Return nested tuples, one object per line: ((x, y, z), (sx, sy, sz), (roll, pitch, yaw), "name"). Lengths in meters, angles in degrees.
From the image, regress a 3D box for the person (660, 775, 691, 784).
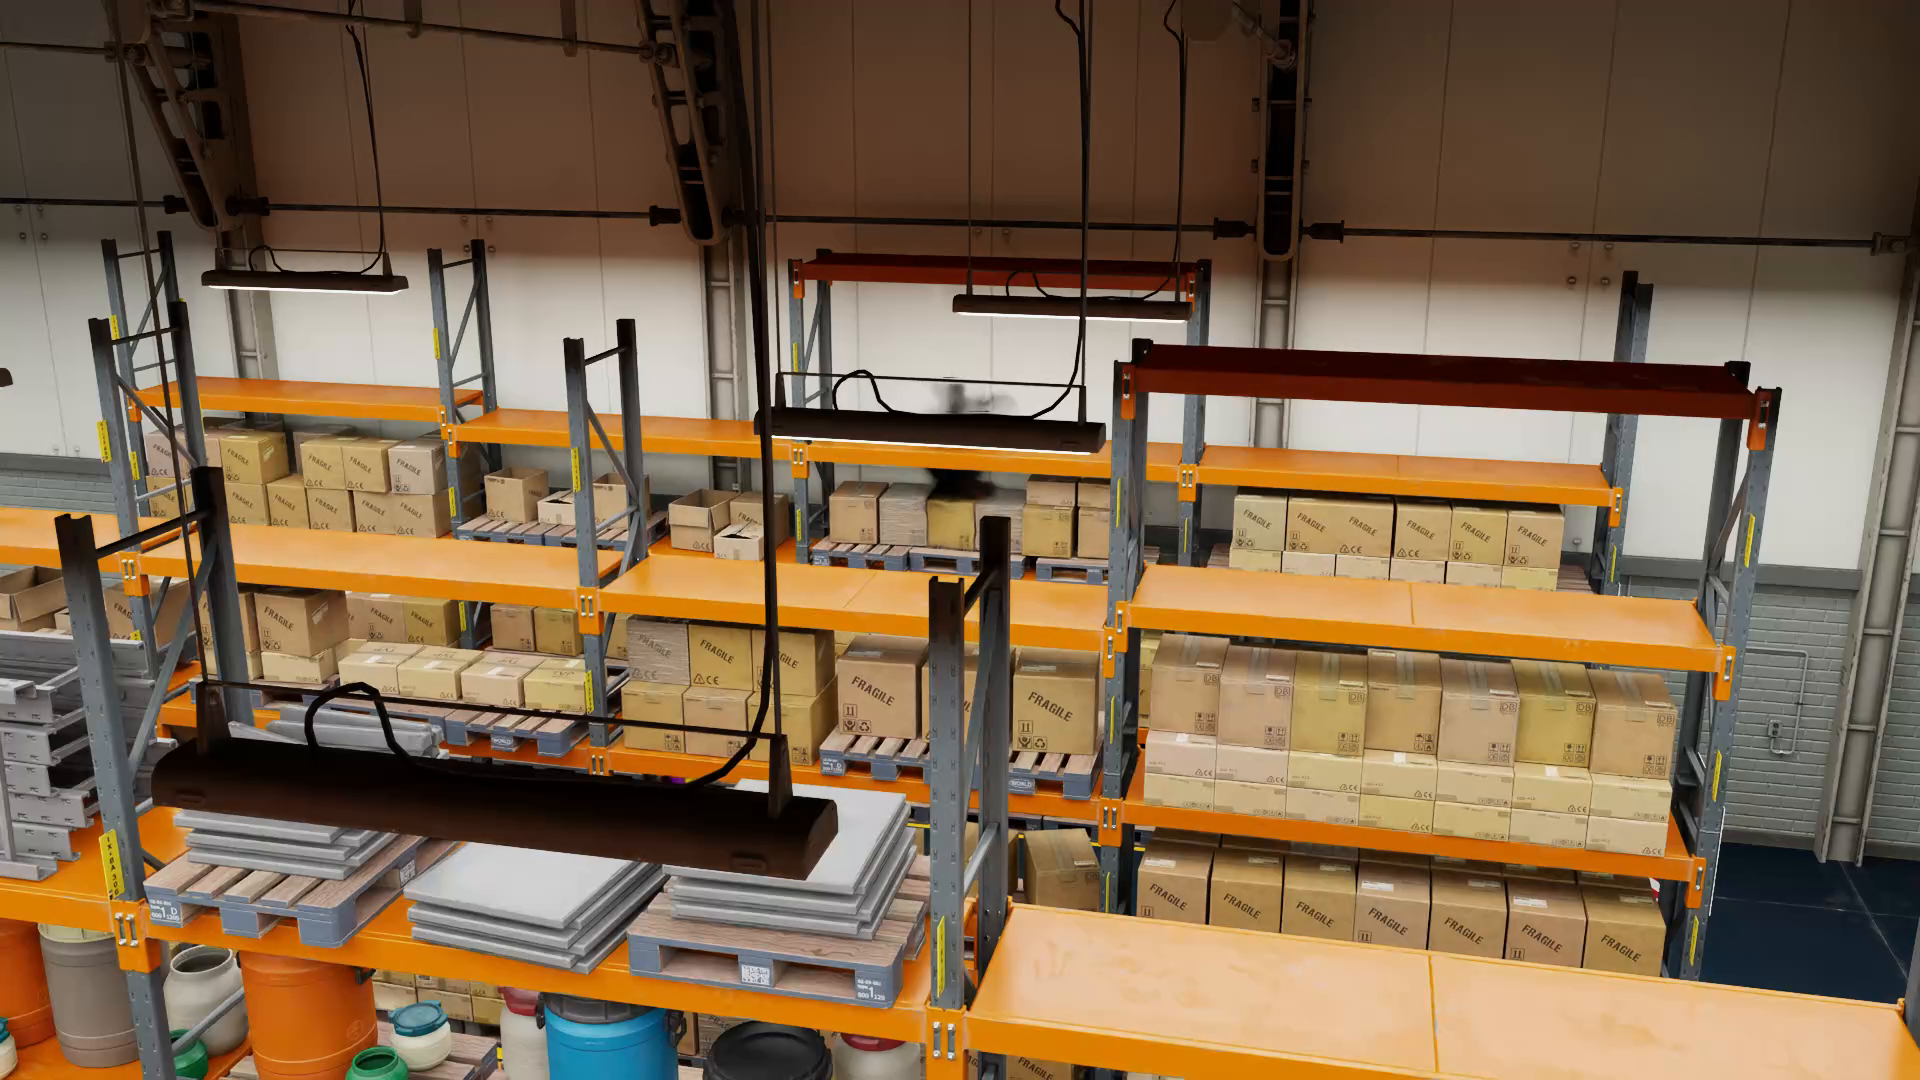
((-2.837, 2.607, 16.367), (0.569, 1.721, 0.674), (3, 17, 10), "person")
